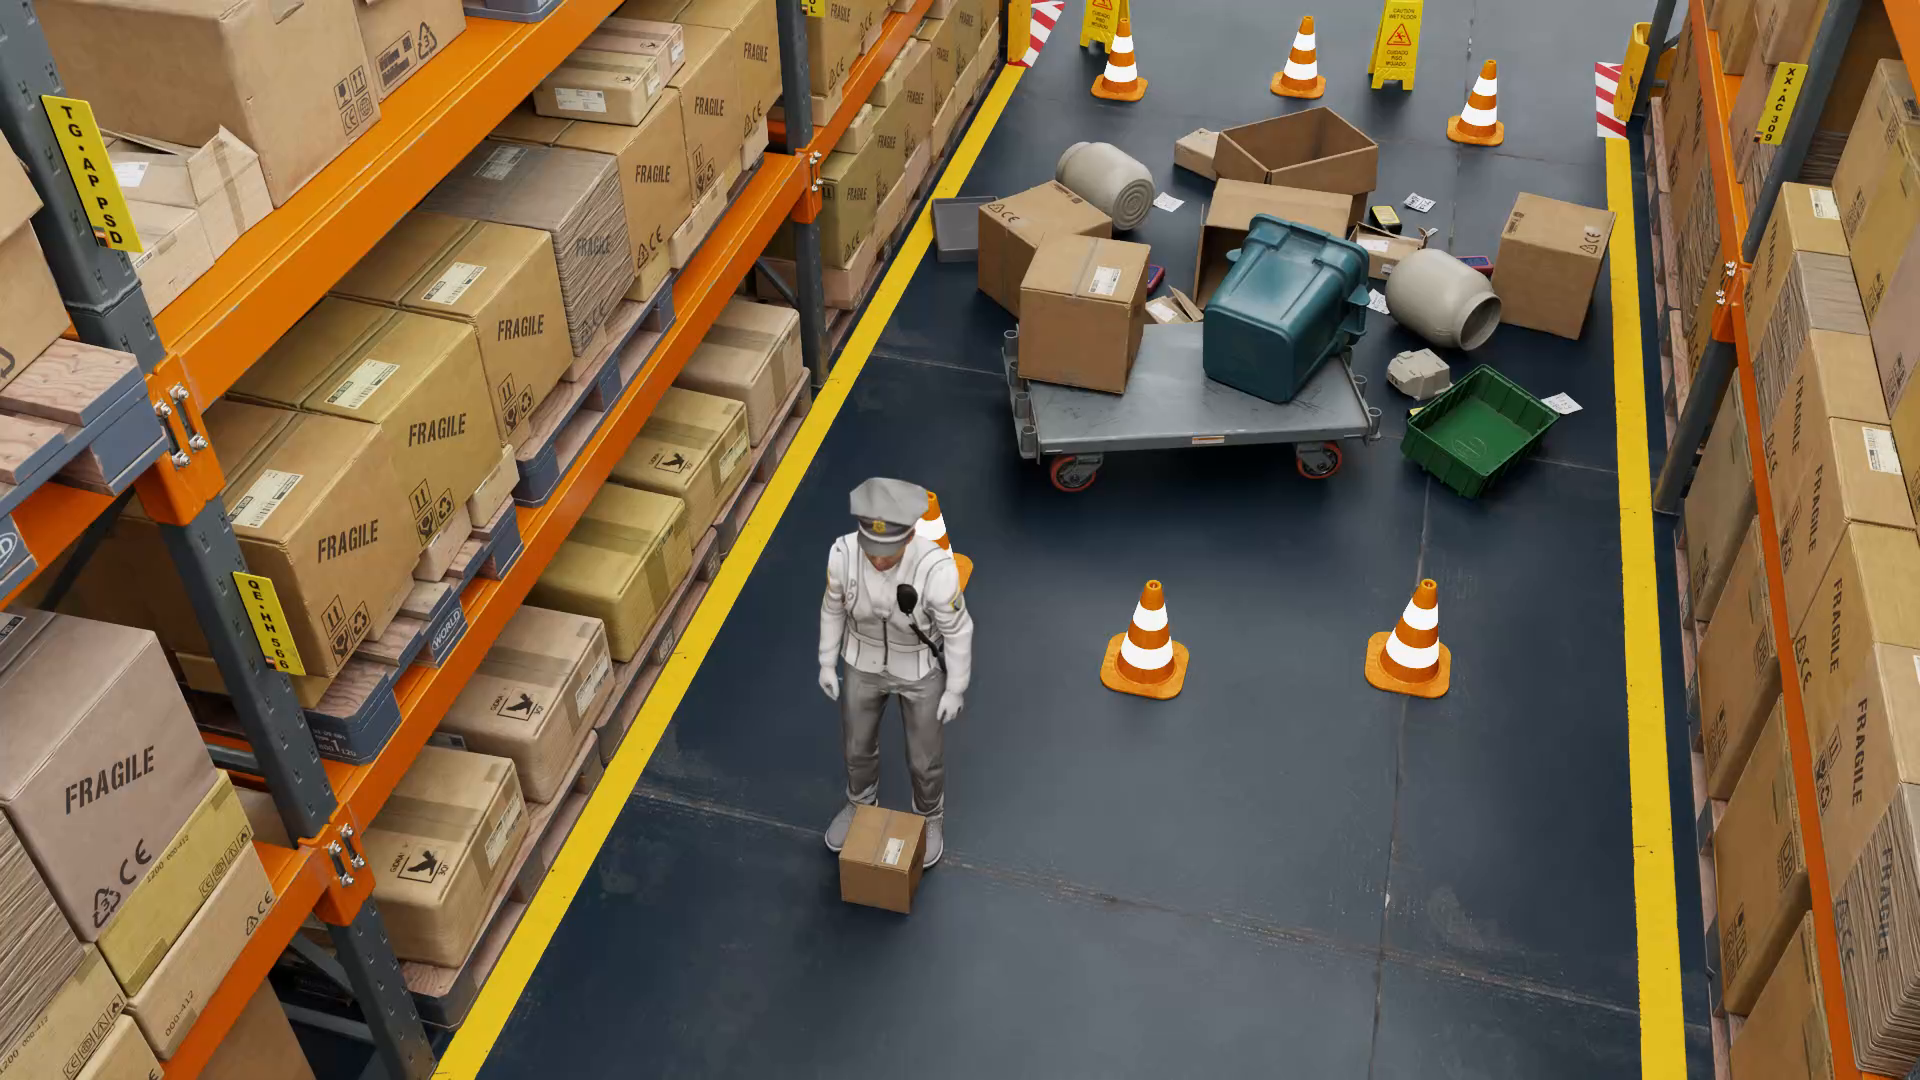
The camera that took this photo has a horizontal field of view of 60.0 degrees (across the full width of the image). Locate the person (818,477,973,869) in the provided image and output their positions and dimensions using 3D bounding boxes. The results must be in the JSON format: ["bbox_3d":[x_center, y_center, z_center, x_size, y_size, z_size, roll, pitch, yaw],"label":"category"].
[{"bbox_3d":[-0.222,0.451,5.641,0.529,1.664,0.371,10,42,12],"label":"person"}]
